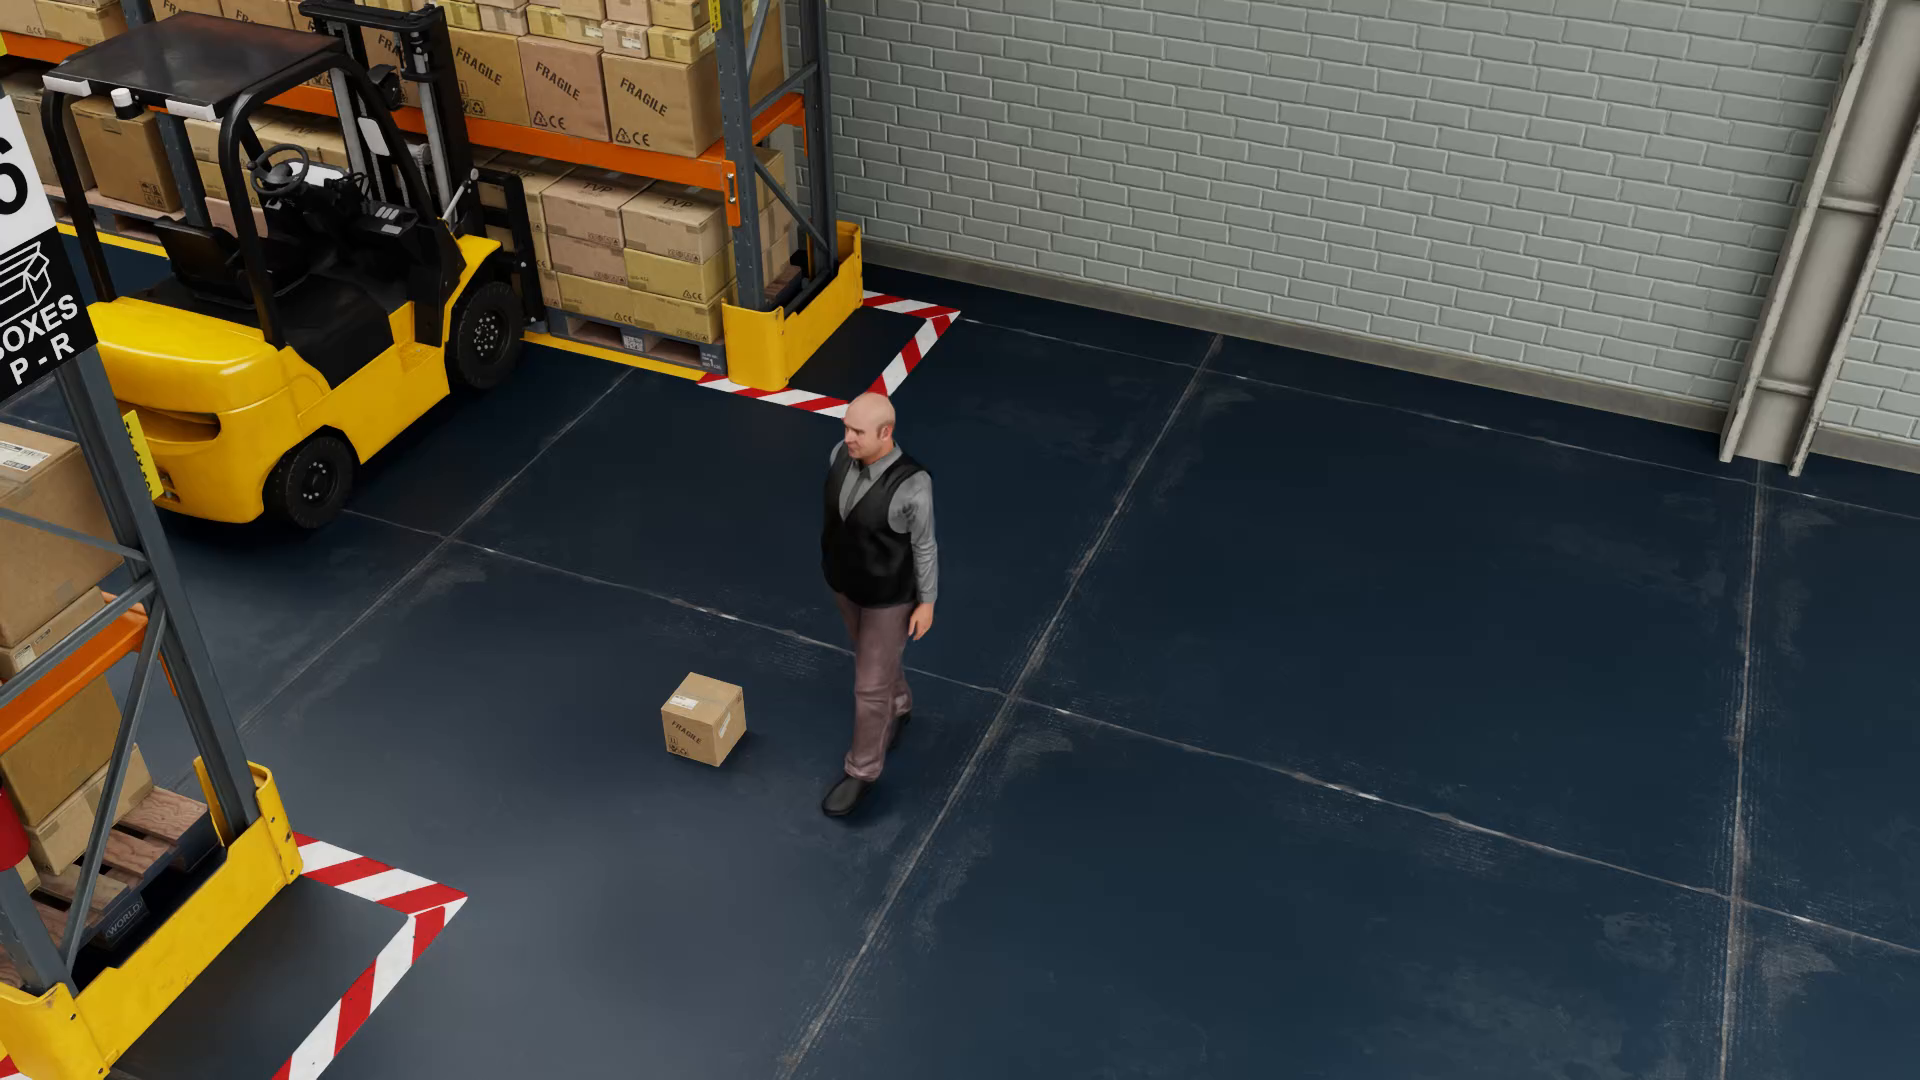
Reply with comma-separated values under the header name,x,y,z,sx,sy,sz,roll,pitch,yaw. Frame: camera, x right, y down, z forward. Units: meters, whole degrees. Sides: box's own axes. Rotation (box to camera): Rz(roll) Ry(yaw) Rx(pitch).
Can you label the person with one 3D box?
name,x,y,z,sx,sy,sz,roll,pitch,yaw
person,-0.423,0.240,6.512,0.572,1.713,0.717,30,46,33
